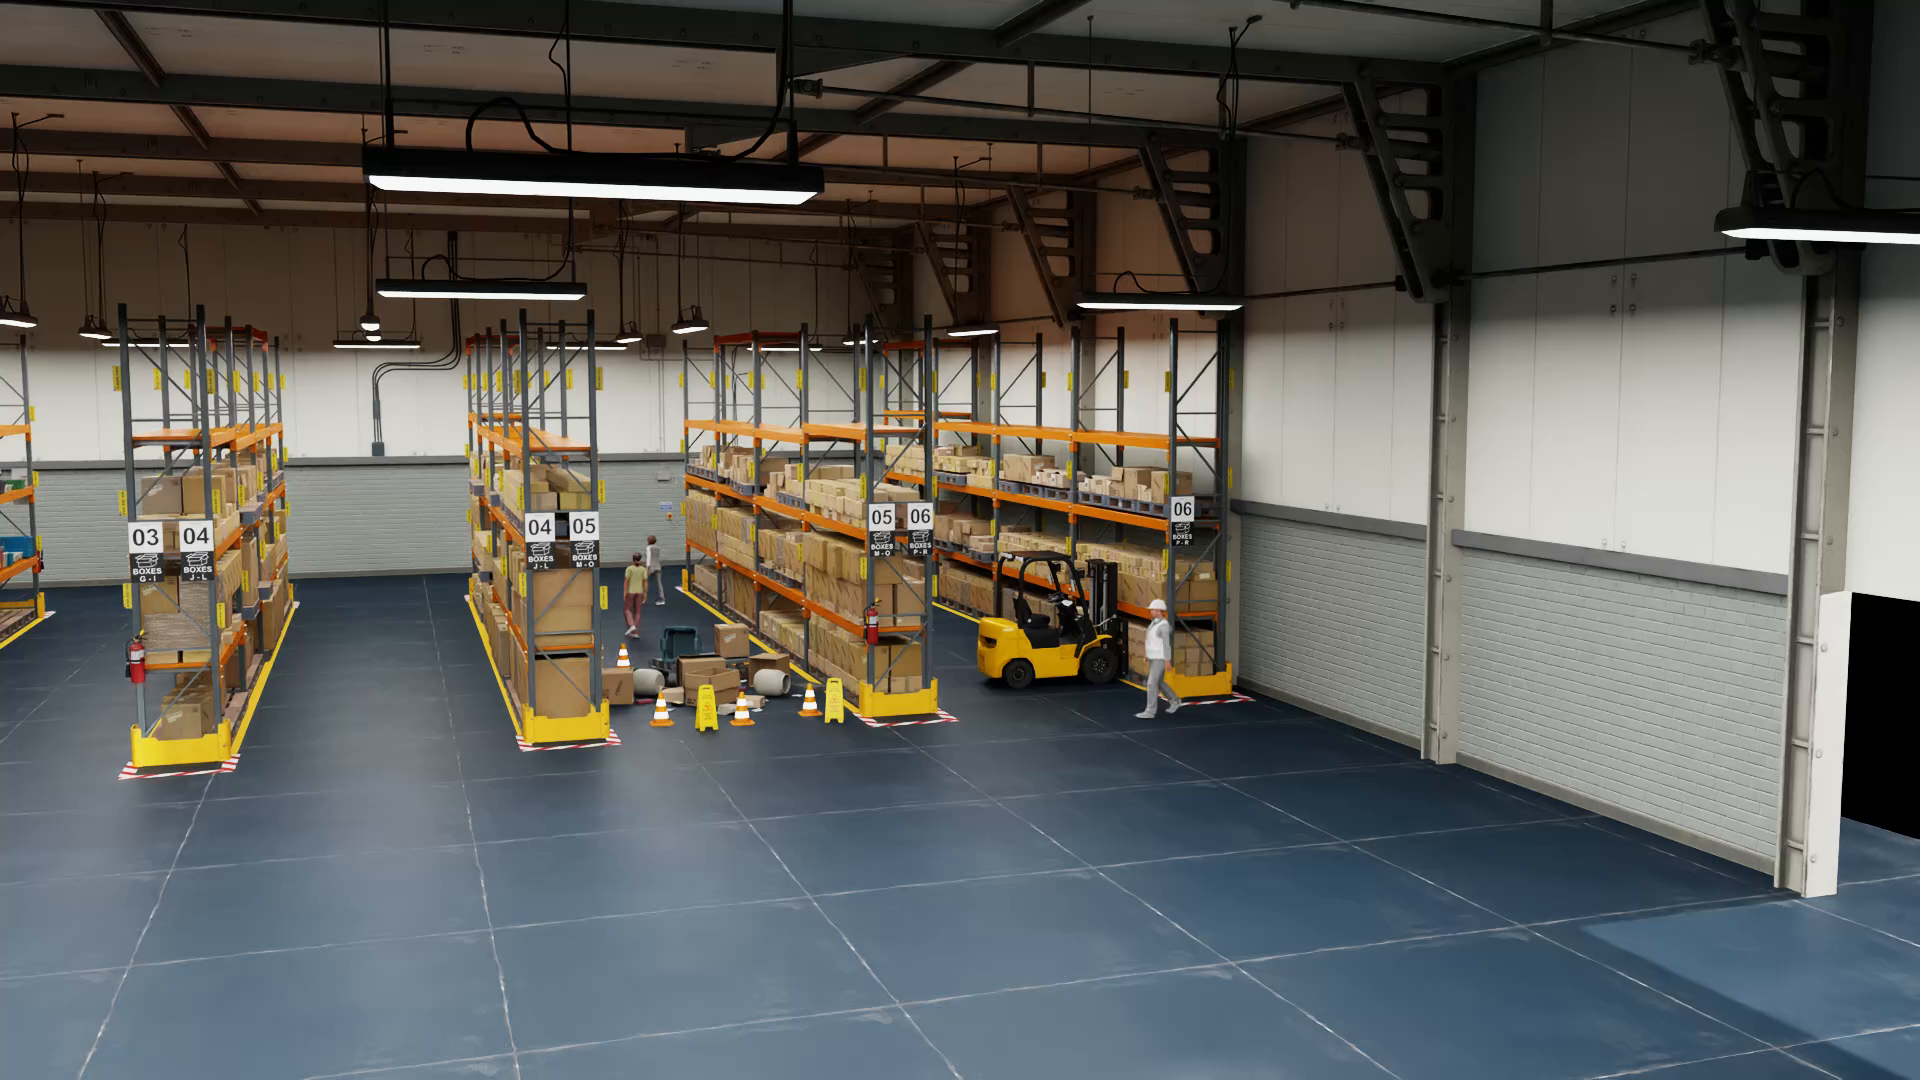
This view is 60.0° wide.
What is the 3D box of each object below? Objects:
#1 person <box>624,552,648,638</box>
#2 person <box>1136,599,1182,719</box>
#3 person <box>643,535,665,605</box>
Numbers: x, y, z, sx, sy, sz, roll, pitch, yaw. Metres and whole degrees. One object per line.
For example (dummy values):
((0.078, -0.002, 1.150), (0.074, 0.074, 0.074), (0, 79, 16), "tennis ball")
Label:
((-6.340, 1.078, 32.534), (0.483, 1.671, 0.463), (-2, 6, -19), "person")
((2.989, 1.764, 24.889), (0.805, 1.762, 0.523), (-1, 5, -9), "person")
((-6.934, 0.664, 37.343), (0.448, 1.558, 0.839), (-5, 8, -45), "person")
